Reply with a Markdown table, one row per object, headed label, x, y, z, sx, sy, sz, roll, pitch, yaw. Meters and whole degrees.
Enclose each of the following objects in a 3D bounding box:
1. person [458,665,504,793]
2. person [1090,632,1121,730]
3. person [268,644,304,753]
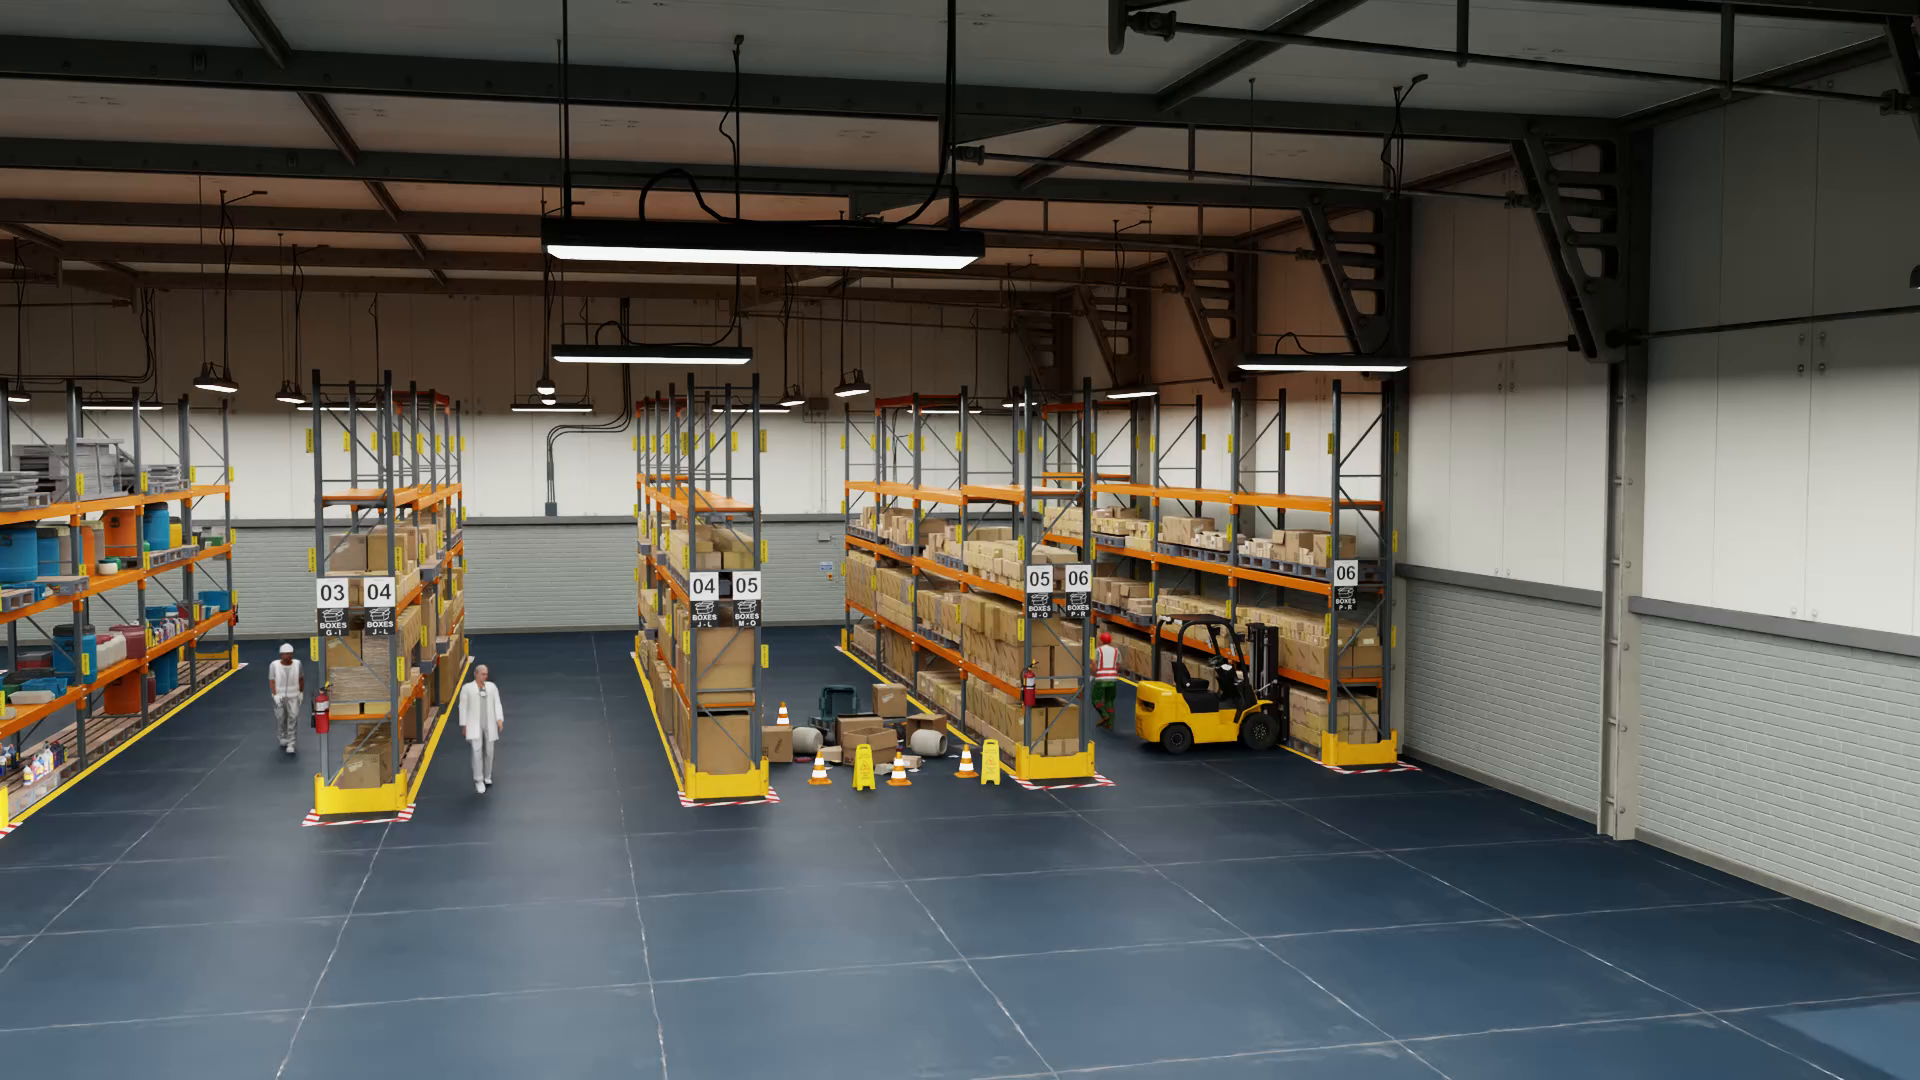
| label | x | y | z | sx | sy | sz | roll | pitch | yaw |
| --- | --- | --- | --- | --- | --- | --- | --- | --- | --- |
| person | -6.935 | 2.738 | 24.249 | 0.595 | 1.794 | 0.774 | -2 | 4 | -35 |
| person | 2.560 | 2.473 | 29.324 | 0.654 | 1.687 | 0.793 | -1 | 3 | -13 |
| person | -10.983 | 2.555 | 27.138 | 0.545 | 1.731 | 0.964 | -2 | 4 | -25 |
